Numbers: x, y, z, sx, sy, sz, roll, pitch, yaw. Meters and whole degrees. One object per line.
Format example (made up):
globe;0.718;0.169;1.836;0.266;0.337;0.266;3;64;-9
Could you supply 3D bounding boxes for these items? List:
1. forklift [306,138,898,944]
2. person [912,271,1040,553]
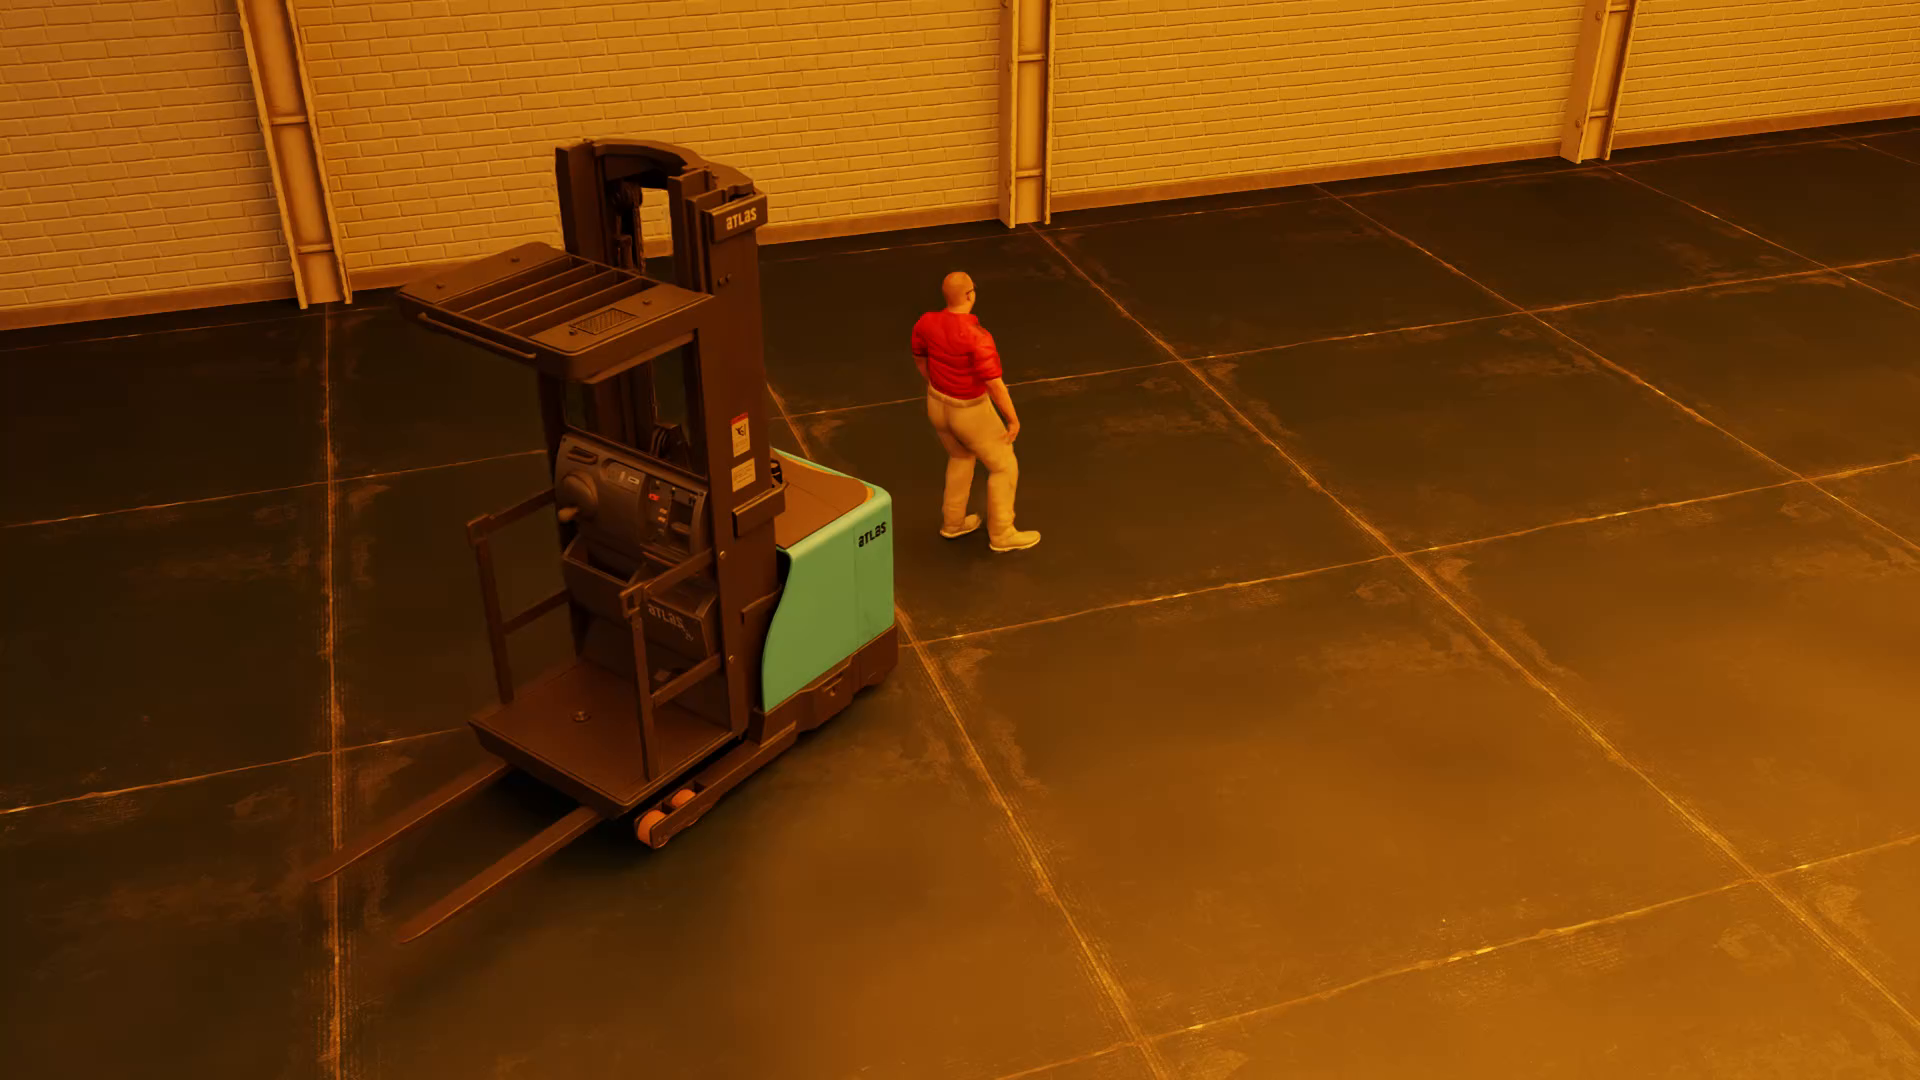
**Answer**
forklift;-1.614;-0.145;7.338;1.130;2.935;3.031;21;36;31
person;0.085;-0.759;9.662;0.726;1.711;0.461;24;38;35
